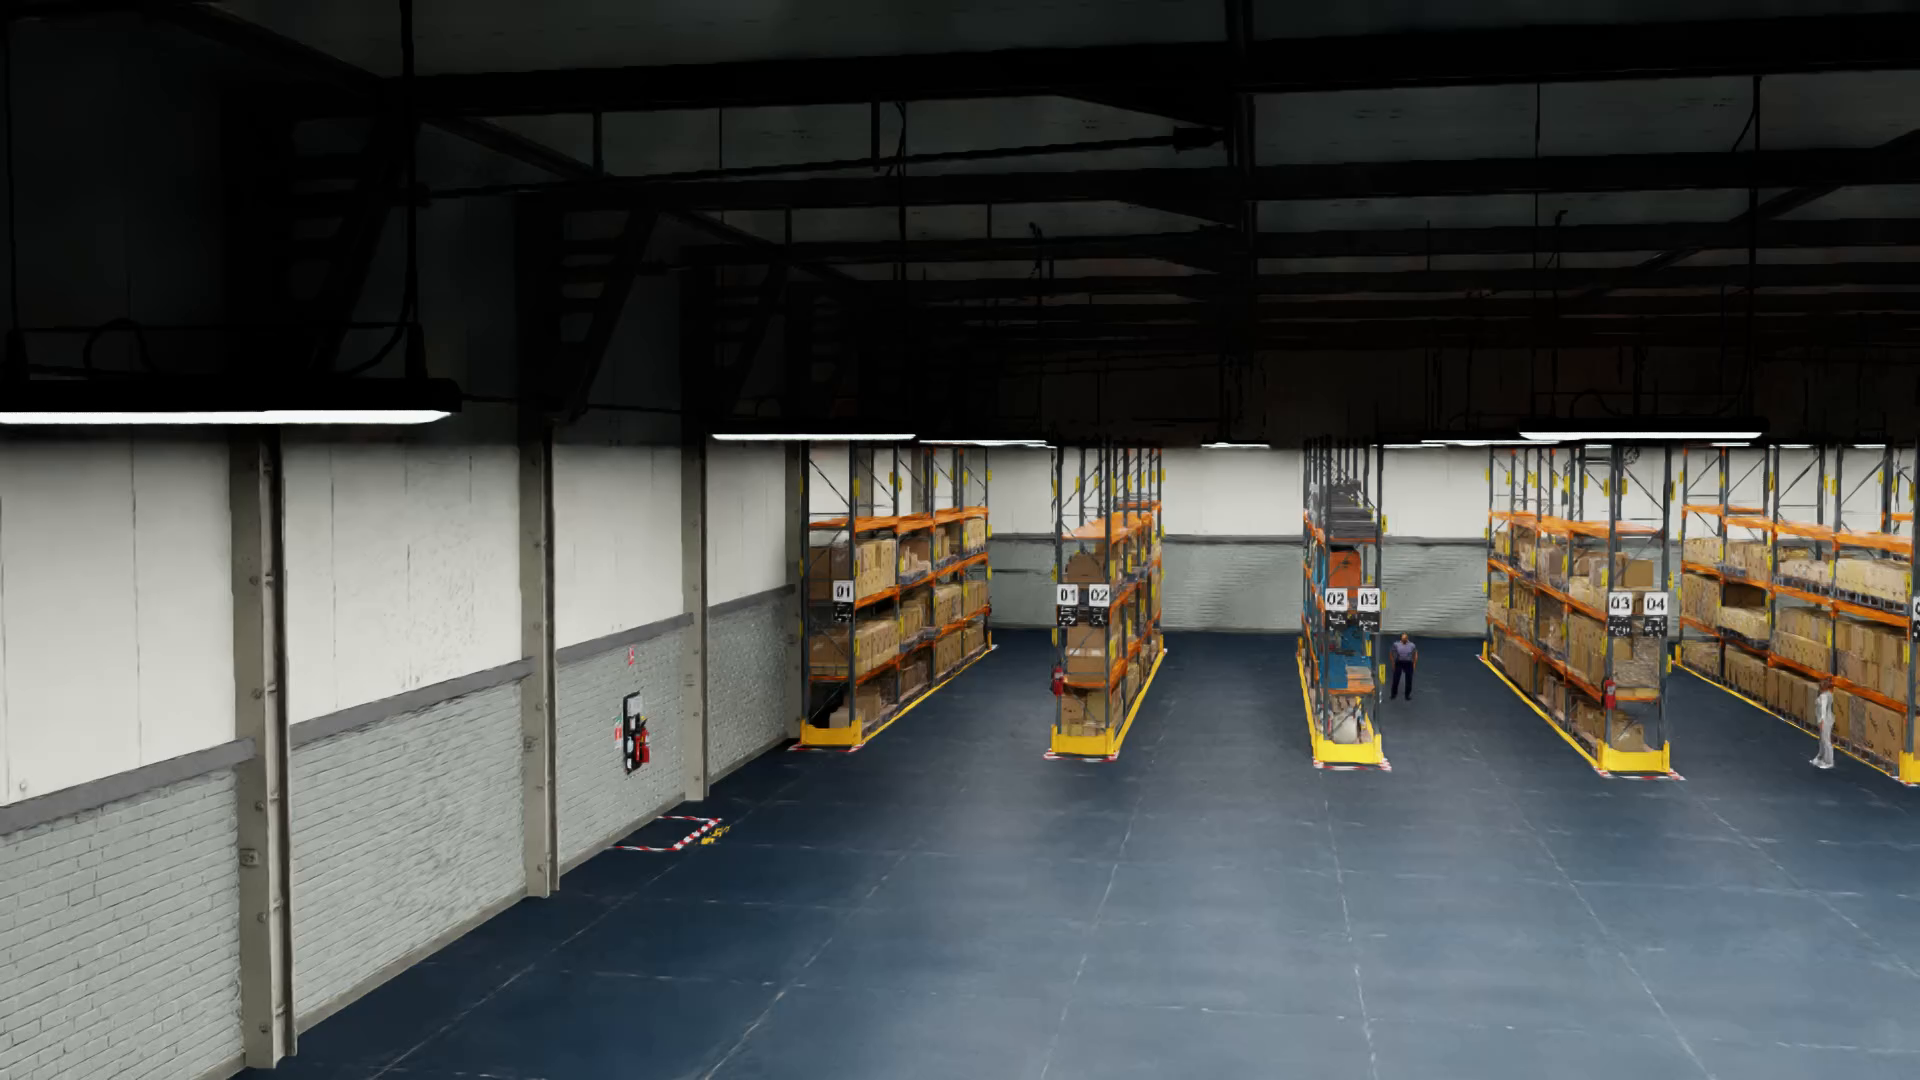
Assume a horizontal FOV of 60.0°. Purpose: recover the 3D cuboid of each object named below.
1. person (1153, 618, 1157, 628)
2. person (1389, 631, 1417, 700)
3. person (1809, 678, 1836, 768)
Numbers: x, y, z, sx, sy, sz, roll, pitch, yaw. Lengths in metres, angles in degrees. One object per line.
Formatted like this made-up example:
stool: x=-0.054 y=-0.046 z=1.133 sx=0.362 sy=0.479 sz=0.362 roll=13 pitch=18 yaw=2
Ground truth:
person: x=5.655 y=2.288 z=49.259 sx=0.453 sy=1.538 sz=0.881 roll=-1 pitch=3 yaw=-13
person: x=10.164 y=2.871 z=38.141 sx=0.625 sy=1.596 sz=0.517 roll=0 pitch=3 yaw=8
person: x=15.563 y=3.289 z=29.990 sx=0.449 sy=1.599 sz=0.467 roll=3 pitch=4 yaw=40
